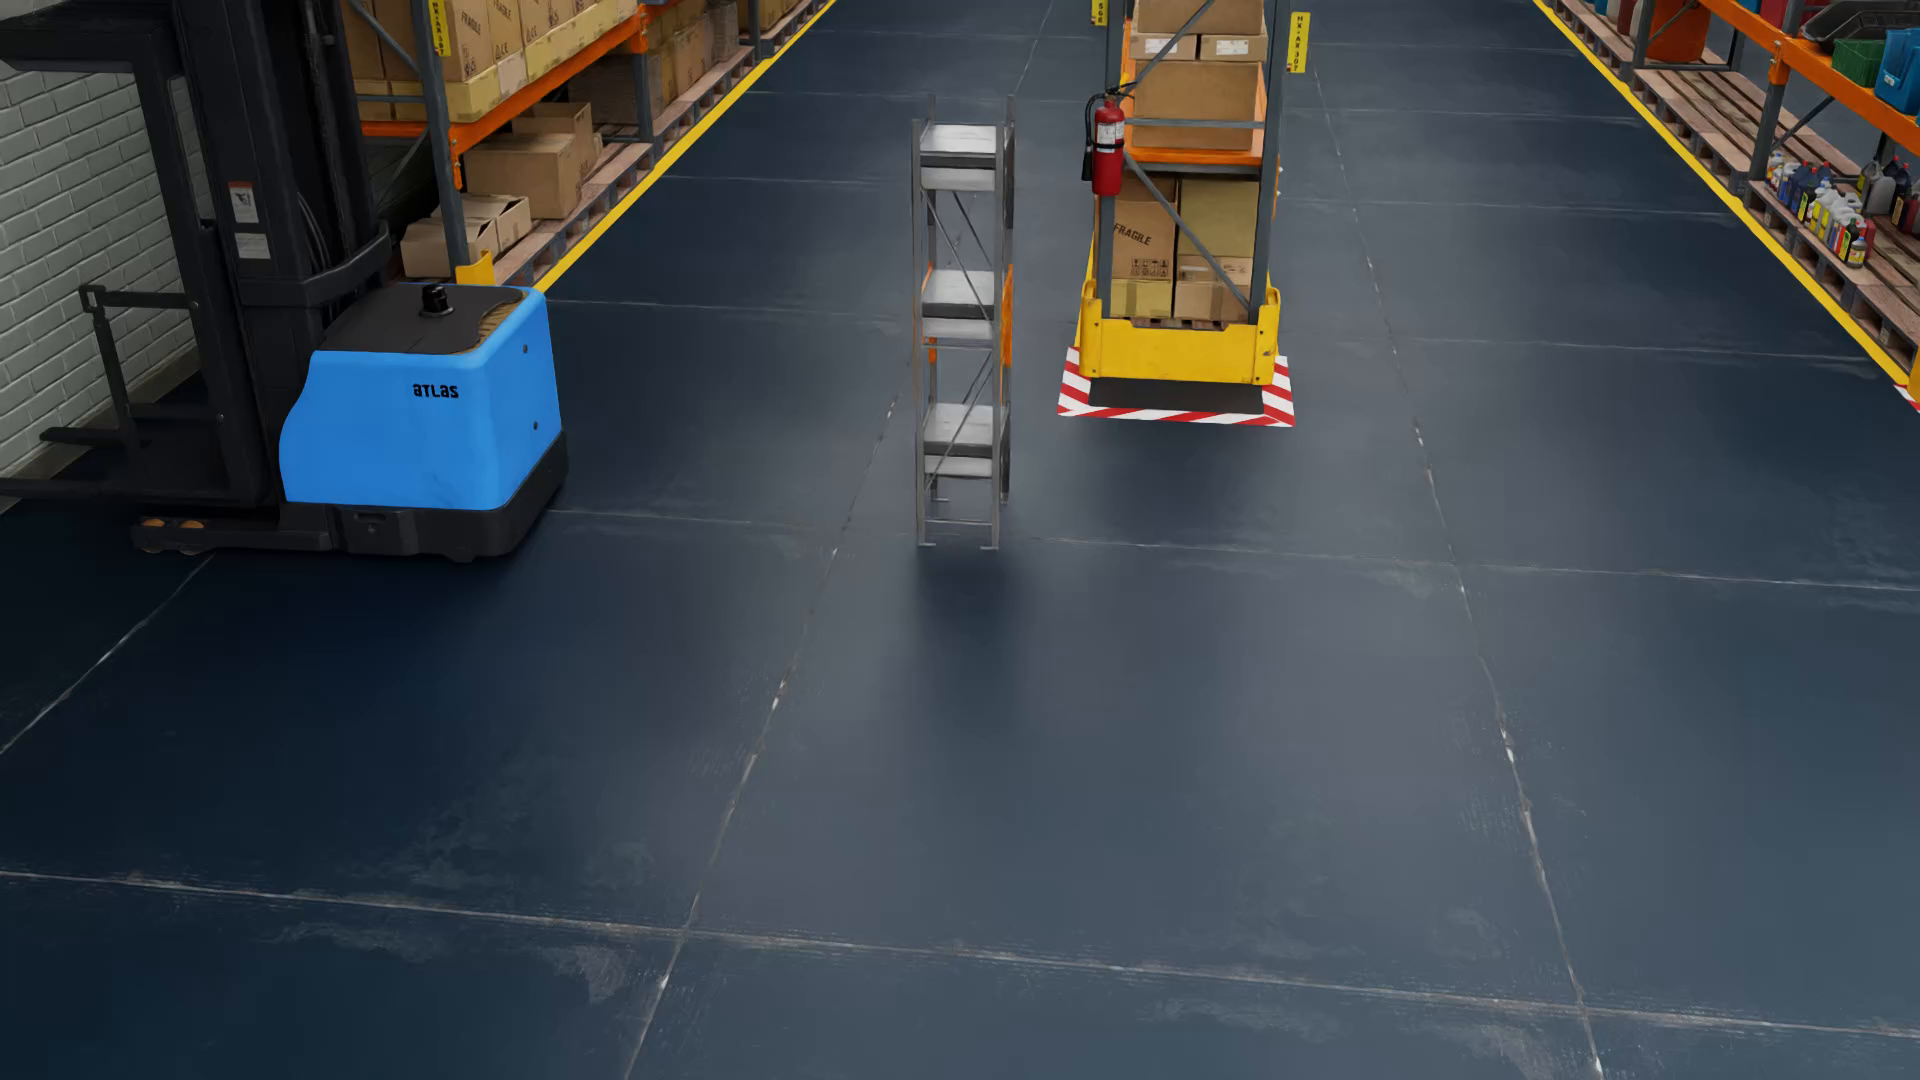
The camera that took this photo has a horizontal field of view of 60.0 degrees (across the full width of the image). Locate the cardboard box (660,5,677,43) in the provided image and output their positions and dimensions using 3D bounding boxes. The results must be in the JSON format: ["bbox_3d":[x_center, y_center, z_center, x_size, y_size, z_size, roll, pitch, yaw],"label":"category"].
[{"bbox_3d":[-2.921,-4.764,15.311,0.500,0.250,0.500,3,28,5],"label":"cardboard box"}]

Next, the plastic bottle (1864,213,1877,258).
[{"bbox_3d":[6.191,-2.081,11.350,0.061,0.283,0.133,3,28,6],"label":"plastic bottle"}]

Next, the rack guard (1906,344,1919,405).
[{"bbox_3d":[6.199,-1.020,9.616,1.175,0.500,0.348,3,28,6],"label":"rack guard"}]

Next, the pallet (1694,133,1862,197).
[{"bbox_3d":[6.785,-3.109,13.799,1.003,0.211,1.213,3,28,6],"label":"pallet"}]

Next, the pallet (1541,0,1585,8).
[{"bbox_3d":[7.759,-6.851,20.745,1.003,0.211,1.213,3,28,6],"label":"pallet"}]

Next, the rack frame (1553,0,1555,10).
[{"bbox_3d":[7.707,-7.731,19.437,1.000,3.000,0.127,3,28,6],"label":"rack frame"}]

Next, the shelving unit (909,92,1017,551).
[{"bbox_3d":[0.020,-1.002,7.897,0.431,2.100,0.503,3,28,6],"label":"shelving unit"}]

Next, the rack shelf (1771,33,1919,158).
[{"bbox_3d":[6.482,-2.707,10.870,1.077,0.370,4.000,3,28,6],"label":"rack shelf"}]

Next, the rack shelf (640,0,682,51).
[{"bbox_3d":[-2.860,-5.165,15.434,1.077,0.370,4.000,3,28,6],"label":"rack shelf"}]

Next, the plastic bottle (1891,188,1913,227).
[{"bbox_3d":[6.766,-2.394,11.932,0.061,0.283,0.133,3,28,6],"label":"plastic bottle"}]

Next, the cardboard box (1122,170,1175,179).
[{"bbox_3d":[1.200,-2.417,11.240,0.500,0.500,0.500,3,28,6],"label":"cardboard box"}]

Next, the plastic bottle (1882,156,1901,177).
[{"bbox_3d":[6.934,-2.673,12.377,0.144,0.351,0.185,3,28,5],"label":"plastic bottle"}]

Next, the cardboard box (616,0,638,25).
[{"bbox_3d":[-2.863,-4.243,13.100,0.500,0.250,0.500,3,29,6],"label":"cardboard box"}]

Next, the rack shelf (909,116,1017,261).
[{"bbox_3d":[0.020,-1.607,7.571,0.431,0.518,0.480,3,28,6],"label":"rack shelf"}]

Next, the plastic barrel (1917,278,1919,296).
[{"bbox_3d":[6.303,-1.722,10.464,0.421,0.512,0.421,0,28,0],"label":"plastic barrel"}]

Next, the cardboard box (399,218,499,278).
[{"bbox_3d":[-3.422,-1.988,11.149,0.500,0.311,0.500,0,28,0],"label":"cardboard box"}]

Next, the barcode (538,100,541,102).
[{"bbox_3d":[-3.410,-3.535,13.482,0.001,0.075,0.075,3,28,6],"label":"barcode"}]

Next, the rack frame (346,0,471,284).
[{"bbox_3d":[-3.596,-2.658,10.021,1.000,3.000,0.127,3,28,6],"label":"rack frame"}]

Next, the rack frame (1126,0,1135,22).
[{"bbox_3d":[1.811,-4.255,12.985,1.000,3.000,0.127,3,28,6],"label":"rack frame"}]

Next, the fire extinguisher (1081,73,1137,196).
[{"bbox_3d":[0.846,-2.309,9.455,0.296,0.674,0.183,3,28,6],"label":"fire extinguisher"}]

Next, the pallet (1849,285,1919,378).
[{"bbox_3d":[6.304,-1.275,10.394,1.003,0.211,1.213,3,28,6],"label":"pallet"}]

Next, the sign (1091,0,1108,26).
[{"bbox_3d":[0.784,-3.024,9.230,0.100,0.325,0.005,3,28,6],"label":"sign"}]

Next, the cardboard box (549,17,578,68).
[{"bbox_3d":[-3.039,-3.534,11.785,0.500,0.250,0.500,4,29,7],"label":"cardboard box"}]

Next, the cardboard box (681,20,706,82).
[{"bbox_3d":[-2.863,-4.704,15.990,0.700,0.500,0.500,3,28,6],"label":"cardboard box"}]

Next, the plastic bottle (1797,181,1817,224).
[{"bbox_3d":[6.131,-2.443,12.022,0.061,0.283,0.133,5,29,8],"label":"plastic bottle"}]

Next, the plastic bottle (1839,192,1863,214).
[{"bbox_3d":[6.291,-2.318,11.798,0.152,0.276,0.135,3,28,6],"label":"plastic bottle"}]

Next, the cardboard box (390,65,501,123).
[{"bbox_3d":[-3.221,-2.812,10.444,0.500,0.250,0.500,3,28,5],"label":"cardboard box"}]

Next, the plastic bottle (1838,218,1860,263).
[{"bbox_3d":[6.023,-2.026,11.248,0.061,0.283,0.133,4,29,7],"label":"plastic bottle"}]

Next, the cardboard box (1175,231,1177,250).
[{"bbox_3d":[1.727,-2.056,11.361,0.500,0.250,0.500,3,28,6],"label":"cardboard box"}]

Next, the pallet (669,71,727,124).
[{"bbox_3d":[-2.865,-4.256,15.926,1.003,0.211,1.213,3,28,6],"label":"pallet"}]

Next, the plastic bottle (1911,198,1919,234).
[{"bbox_3d":[6.847,-2.321,11.803,0.152,0.276,0.135,4,29,7],"label":"plastic bottle"}]

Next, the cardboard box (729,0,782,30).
[{"bbox_3d":[-2.395,-6.001,18.049,0.750,0.750,0.750,3,28,6],"label":"cardboard box"}]

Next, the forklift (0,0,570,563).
[{"bbox_3d":[-3.612,-1.462,7.874,3.031,2.935,1.130,3,28,5],"label":"forklift"}]

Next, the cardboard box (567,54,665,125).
[{"bbox_3d":[-3.032,-3.981,14.649,0.700,0.500,0.500,4,29,8],"label":"cardboard box"}]

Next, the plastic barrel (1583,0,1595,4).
[{"bbox_3d":[7.624,-6.737,19.361,0.600,0.901,0.708,3,28,6],"label":"plastic barrel"}]

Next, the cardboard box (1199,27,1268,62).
[{"bbox_3d":[1.583,-2.873,9.632,0.380,0.149,0.250,3,28,6],"label":"cardboard box"}]

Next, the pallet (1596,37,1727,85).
[{"bbox_3d":[7.272,-4.994,17.297,1.003,0.211,1.213,3,28,6],"label":"pallet"}]

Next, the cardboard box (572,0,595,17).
[{"bbox_3d":[-2.984,-4.101,12.047,0.500,0.500,0.500,3,28,5],"label":"cardboard box"}]

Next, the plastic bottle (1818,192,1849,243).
[{"bbox_3d":[6.118,-2.260,11.612,0.144,0.351,0.185,5,29,8],"label":"plastic bottle"}]

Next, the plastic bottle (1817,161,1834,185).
[{"bbox_3d":[6.359,-2.628,12.295,0.144,0.351,0.185,3,28,6],"label":"plastic bottle"}]

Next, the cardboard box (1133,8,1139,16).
[{"bbox_3d":[1.241,-3.136,10.119,0.380,0.149,0.250,3,28,5],"label":"cardboard box"}]

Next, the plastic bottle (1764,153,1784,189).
[{"bbox_3d":[6.253,-2.833,12.759,0.097,0.271,0.097,0,28,0],"label":"plastic bottle"}]

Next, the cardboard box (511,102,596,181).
[{"bbox_3d":[-3.193,-3.143,13.093,0.500,0.500,0.500,1,28,2],"label":"cardboard box"}]

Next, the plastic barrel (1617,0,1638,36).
[{"bbox_3d":[7.398,-5.734,17.830,0.600,0.588,0.708,3,28,6],"label":"plastic barrel"}]

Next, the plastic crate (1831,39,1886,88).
[{"bbox_3d":[6.280,-3.249,11.342,0.450,0.188,0.662,3,28,6],"label":"plastic crate"}]

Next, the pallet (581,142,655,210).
[{"bbox_3d":[-3.153,-2.995,13.586,1.003,0.211,1.213,3,28,6],"label":"pallet"}]

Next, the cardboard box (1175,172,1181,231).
[{"bbox_3d":[1.716,-2.387,11.184,0.500,0.500,0.500,3,28,6],"label":"cardboard box"}]

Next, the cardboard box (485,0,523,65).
[{"bbox_3d":[-3.168,-3.370,10.689,0.500,0.500,0.500,3,29,6],"label":"cardboard box"}]

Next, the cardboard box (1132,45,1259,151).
[{"bbox_3d":[1.391,-2.635,9.872,0.700,0.500,0.500,3,28,6],"label":"cardboard box"}]

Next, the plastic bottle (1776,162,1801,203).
[{"bbox_3d":[6.240,-2.681,12.472,0.152,0.276,0.135,4,29,8],"label":"plastic bottle"}]
